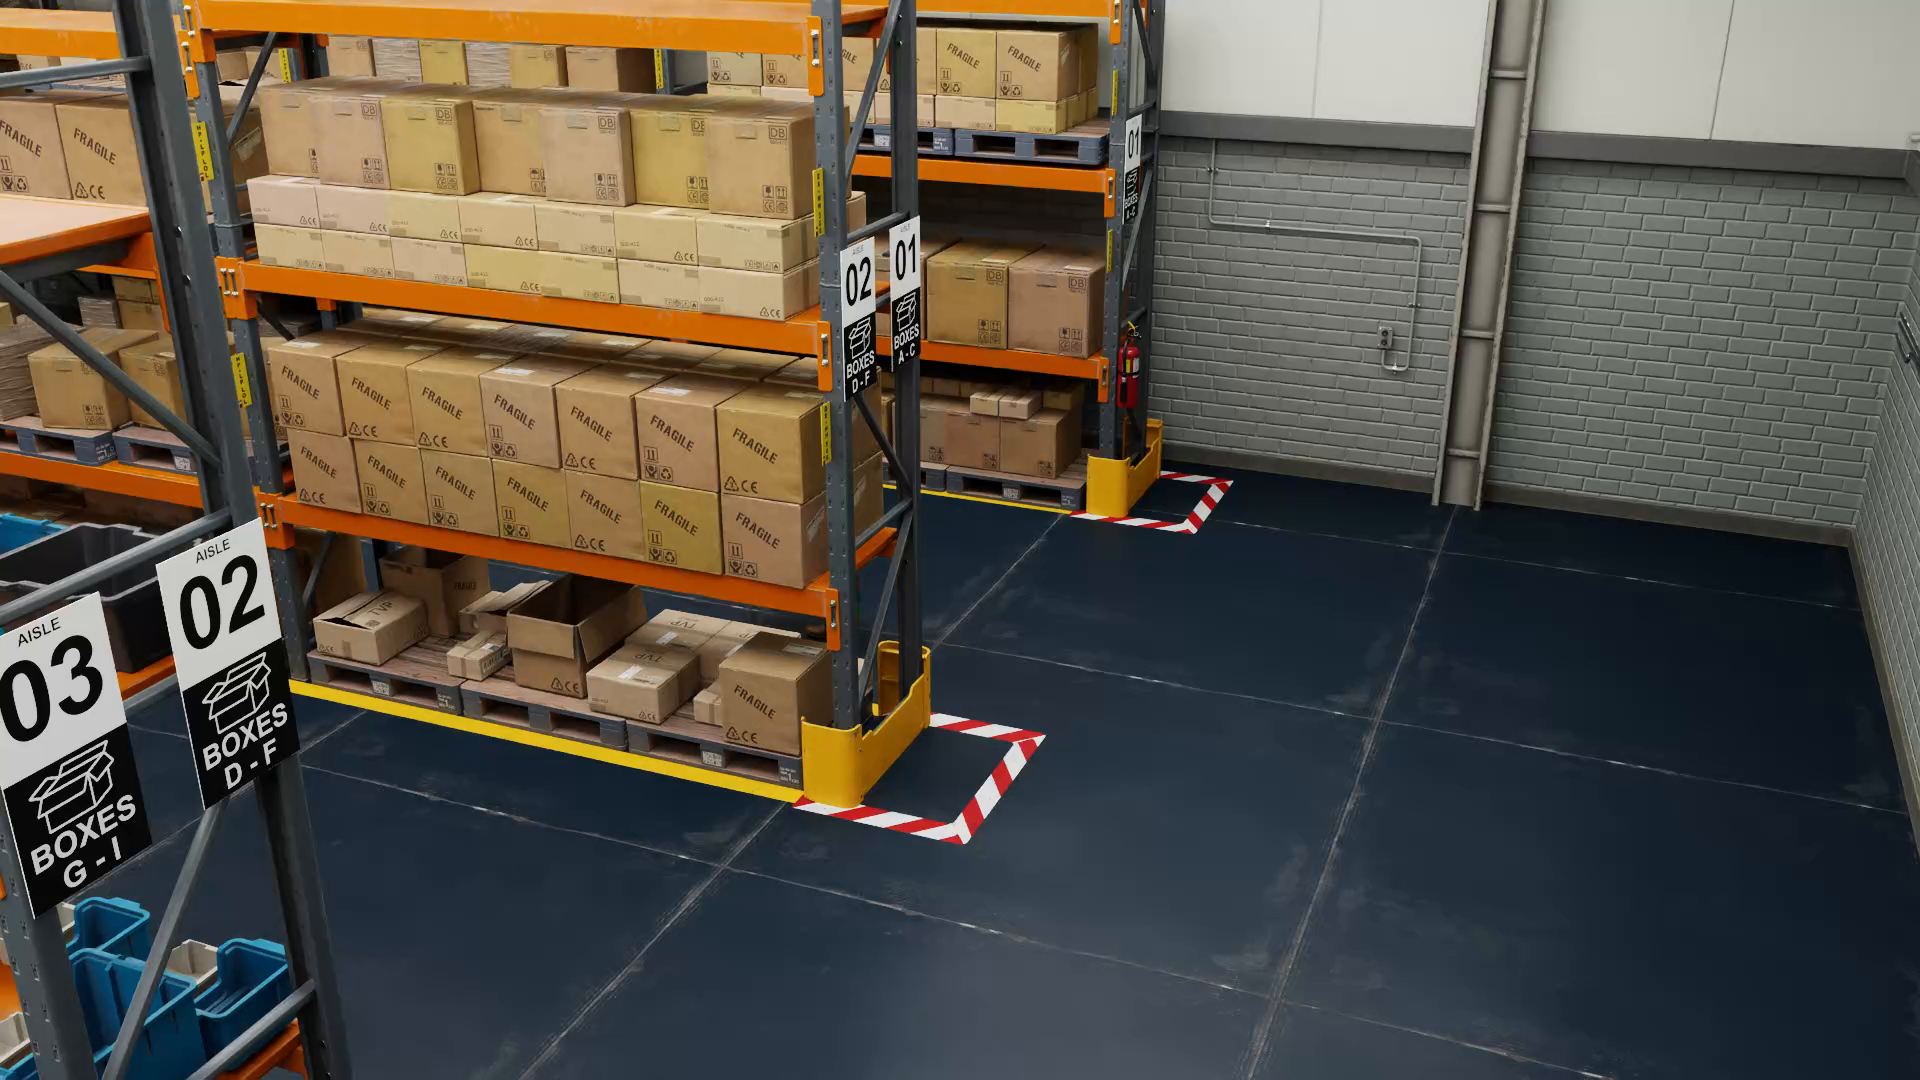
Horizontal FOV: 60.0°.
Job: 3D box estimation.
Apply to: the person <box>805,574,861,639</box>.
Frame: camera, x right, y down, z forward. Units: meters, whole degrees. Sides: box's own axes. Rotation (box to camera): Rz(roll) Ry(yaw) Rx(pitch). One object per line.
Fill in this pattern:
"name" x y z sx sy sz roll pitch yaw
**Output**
"person" -0.953 -0.194 11.391 0.570 1.782 0.494 9 24 21
